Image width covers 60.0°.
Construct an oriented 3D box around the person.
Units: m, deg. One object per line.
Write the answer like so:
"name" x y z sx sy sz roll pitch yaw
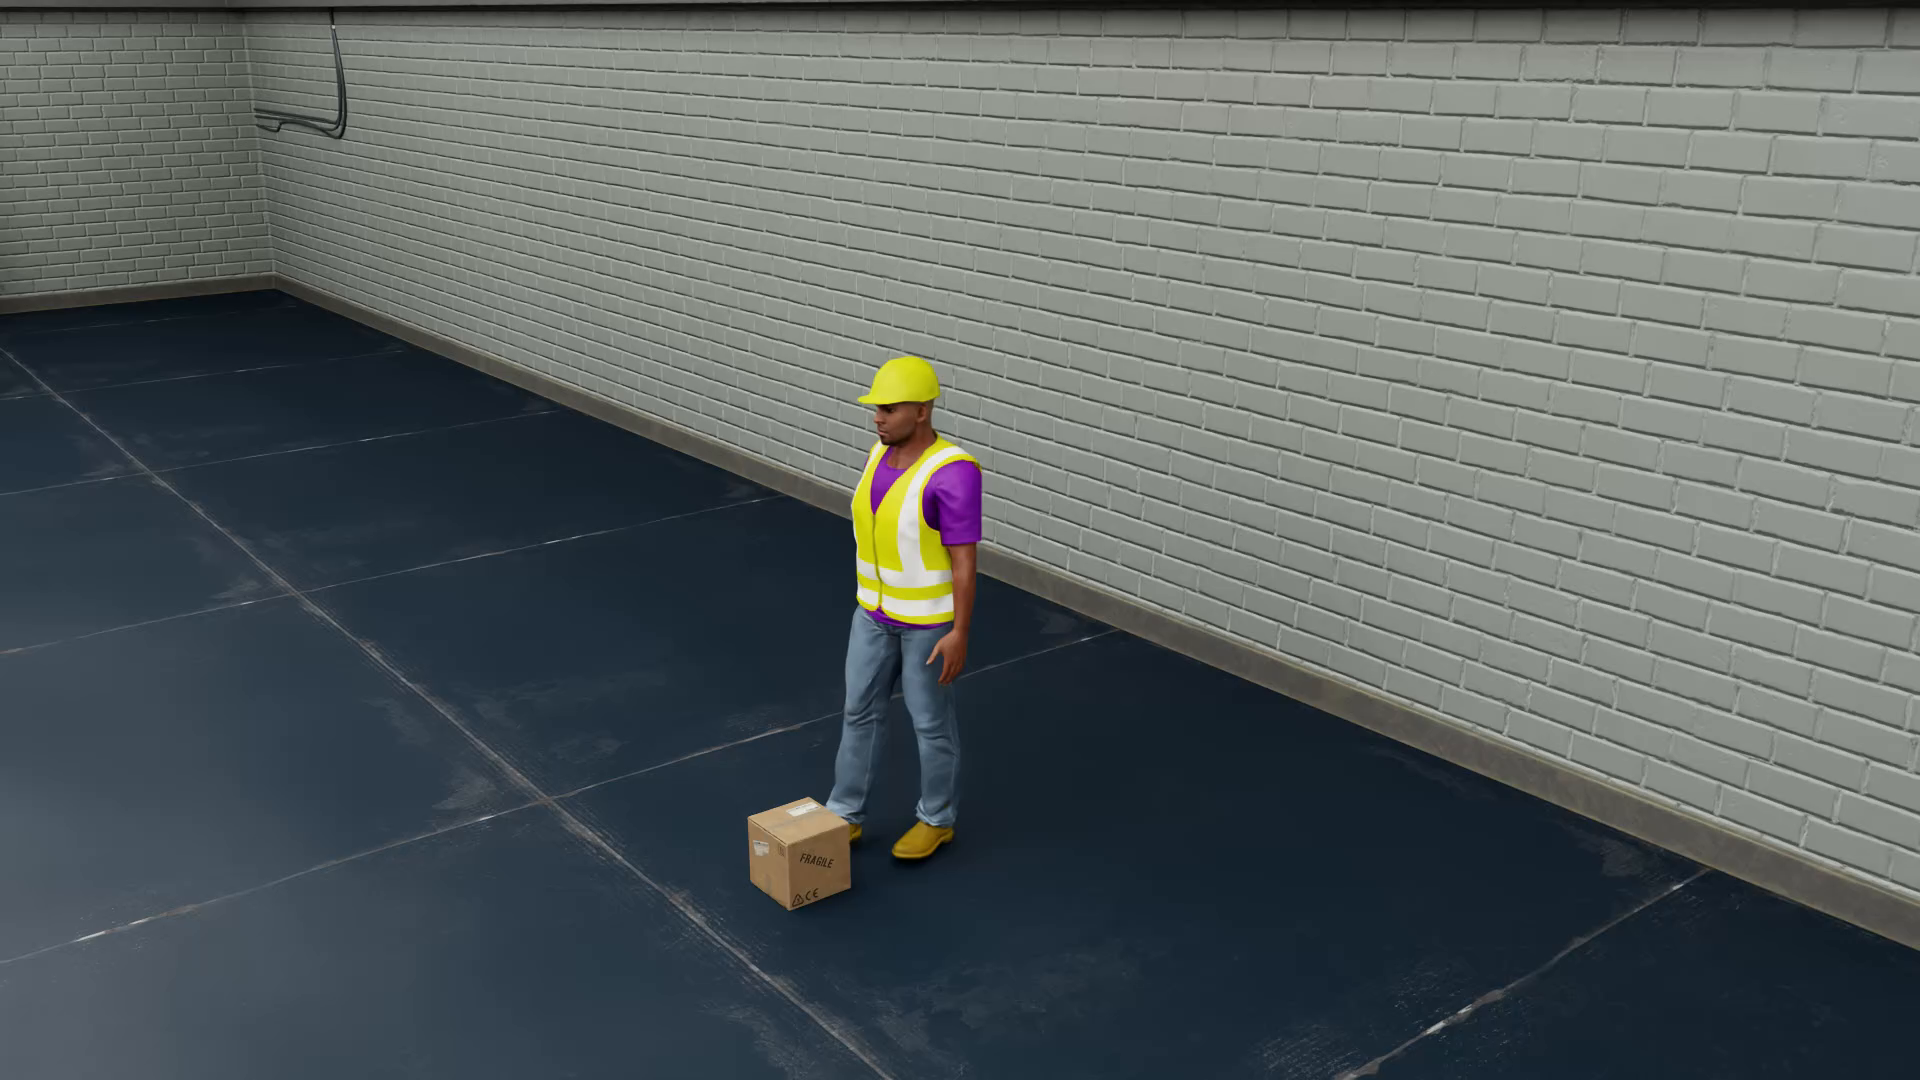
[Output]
"person" -0.240 0.275 5.624 0.591 1.764 0.594 17 24 42
